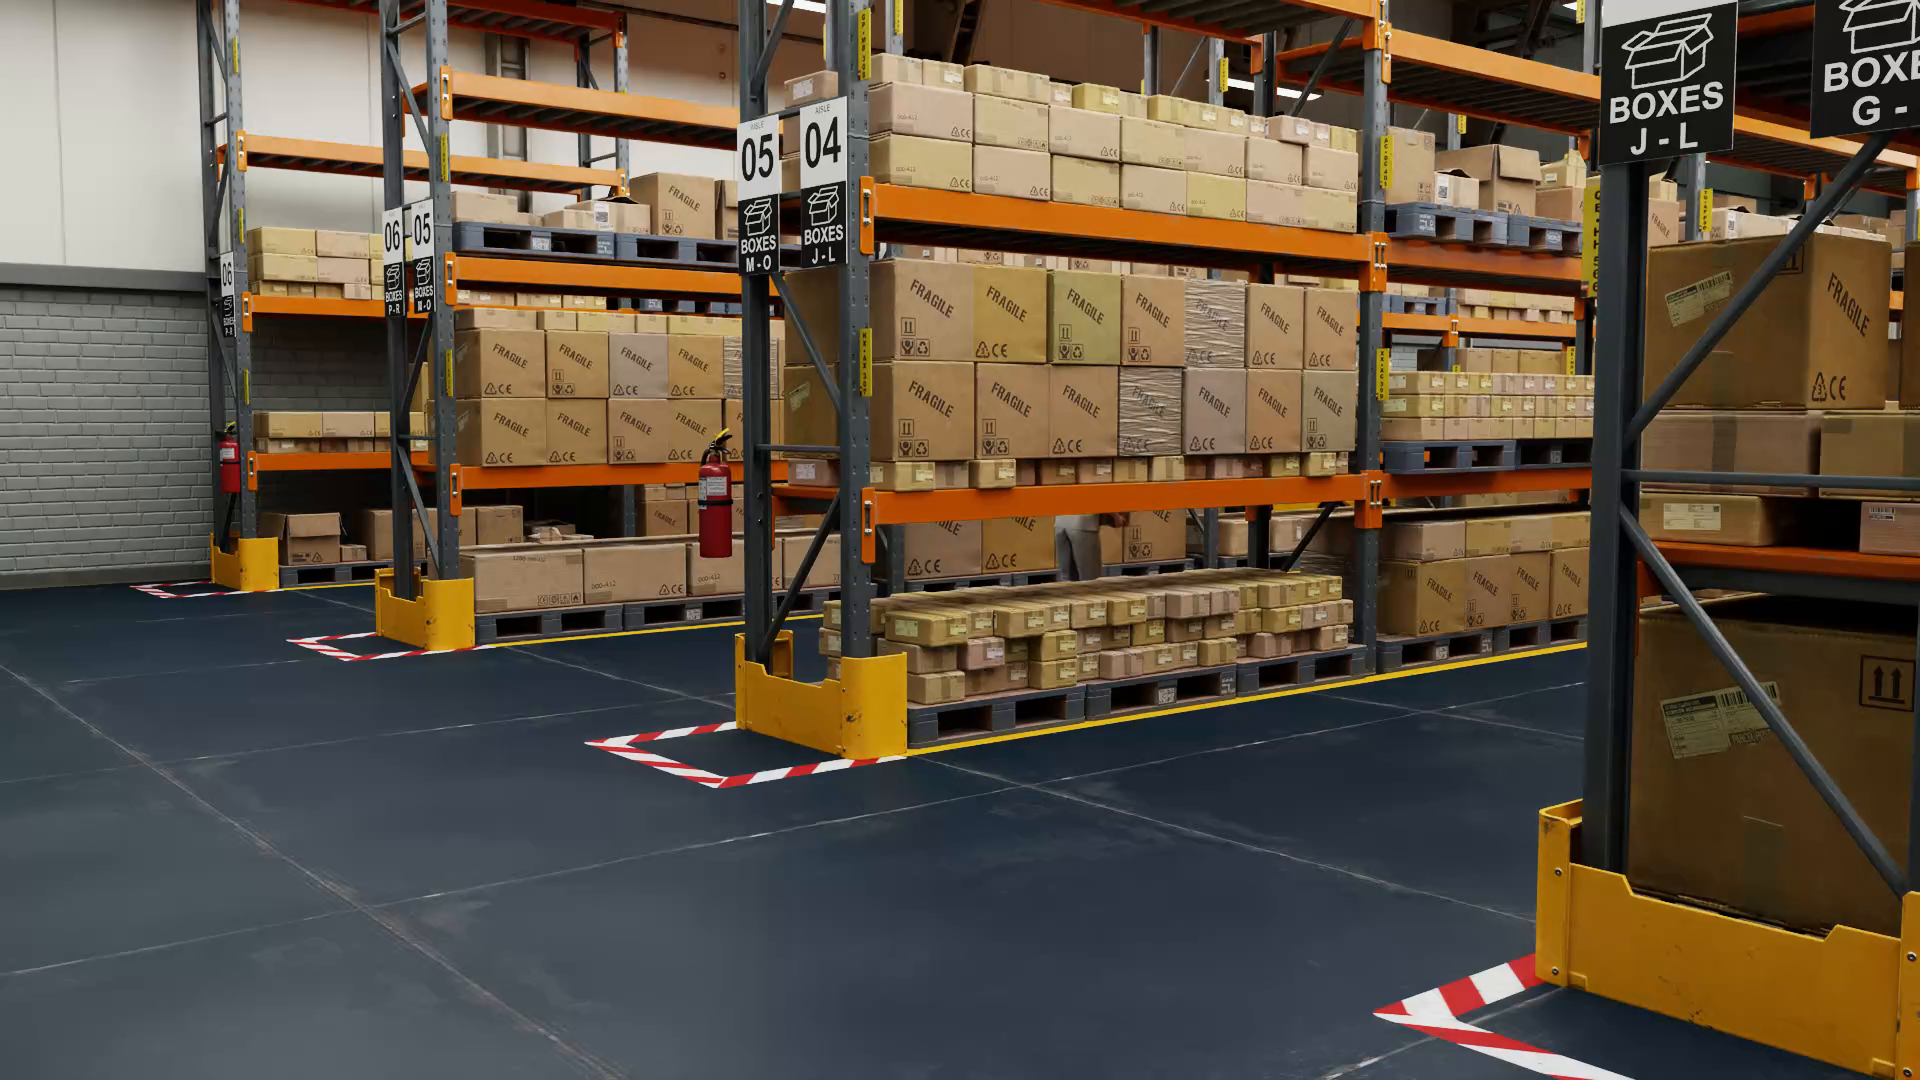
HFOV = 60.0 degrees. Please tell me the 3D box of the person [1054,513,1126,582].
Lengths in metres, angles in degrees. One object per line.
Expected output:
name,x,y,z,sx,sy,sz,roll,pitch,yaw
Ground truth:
person,0.880,-0.038,11.790,0.554,1.662,0.436,-3,6,-38
